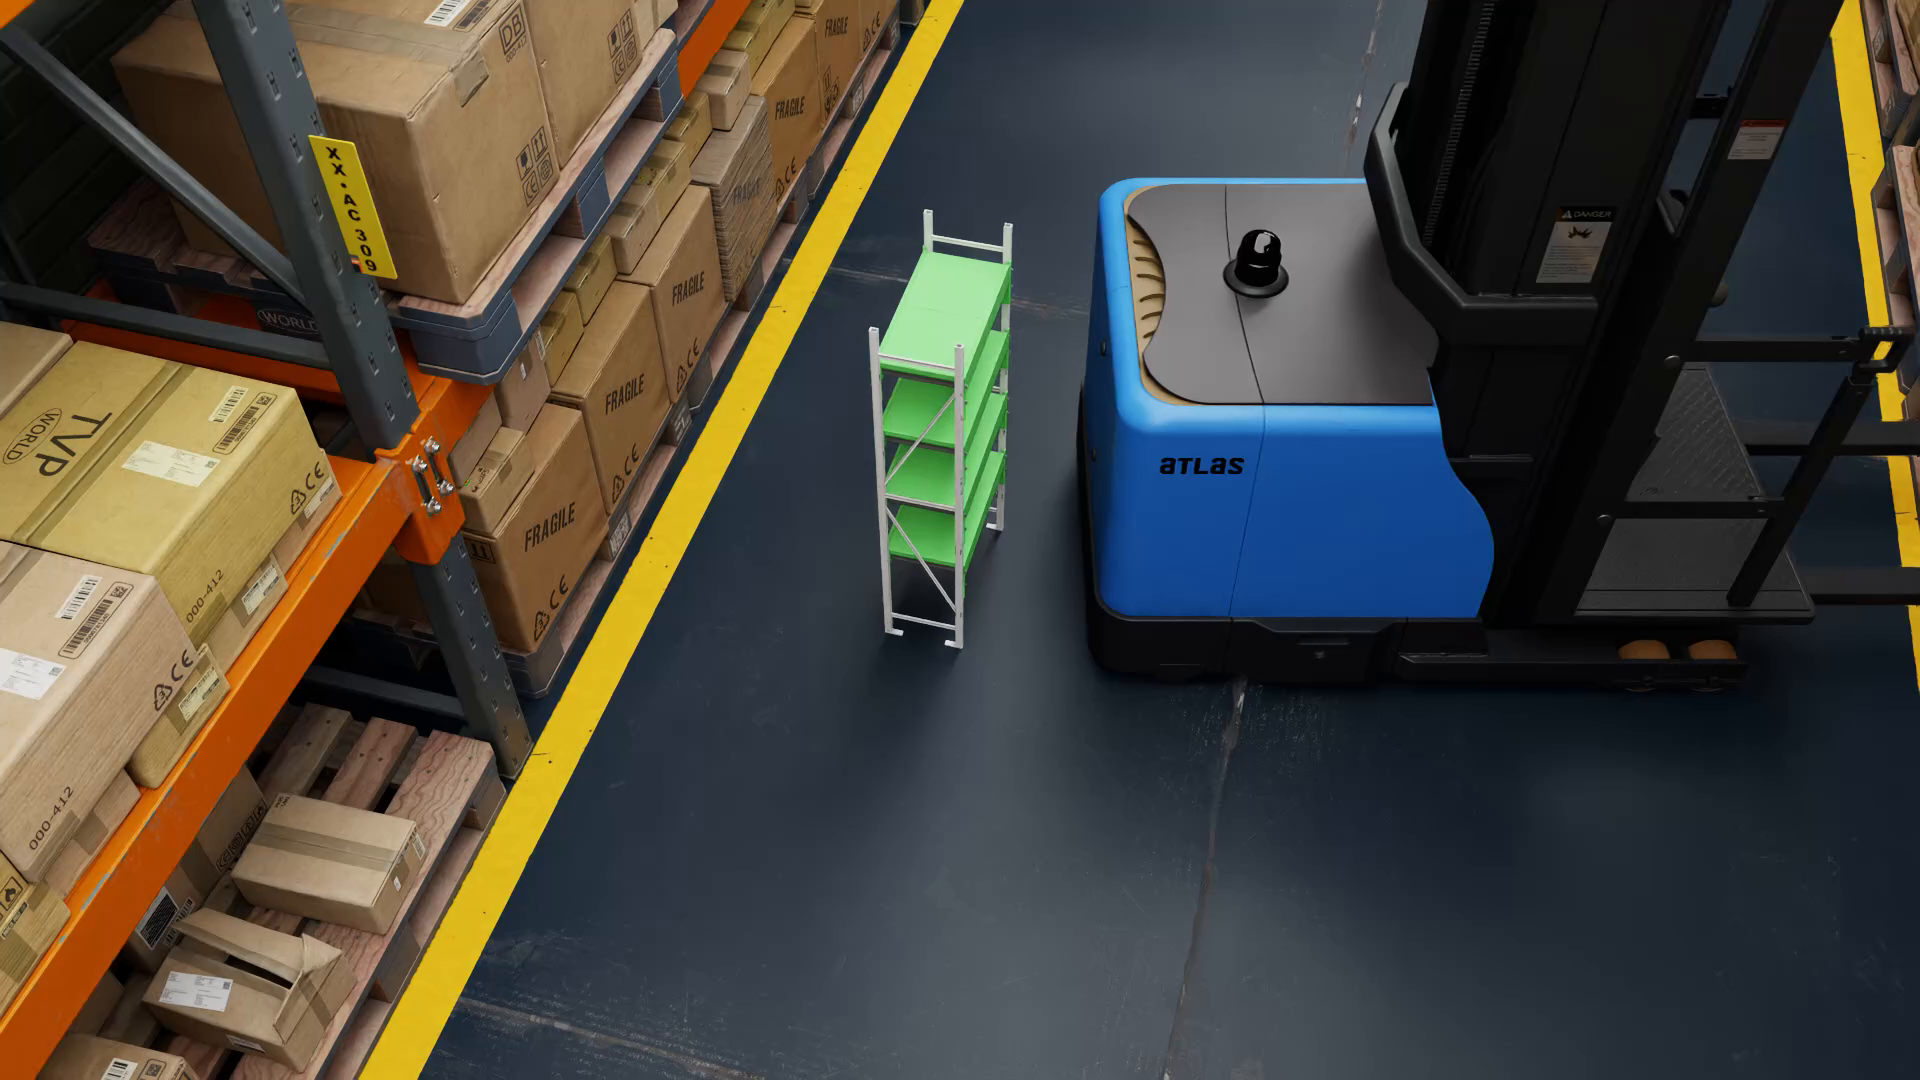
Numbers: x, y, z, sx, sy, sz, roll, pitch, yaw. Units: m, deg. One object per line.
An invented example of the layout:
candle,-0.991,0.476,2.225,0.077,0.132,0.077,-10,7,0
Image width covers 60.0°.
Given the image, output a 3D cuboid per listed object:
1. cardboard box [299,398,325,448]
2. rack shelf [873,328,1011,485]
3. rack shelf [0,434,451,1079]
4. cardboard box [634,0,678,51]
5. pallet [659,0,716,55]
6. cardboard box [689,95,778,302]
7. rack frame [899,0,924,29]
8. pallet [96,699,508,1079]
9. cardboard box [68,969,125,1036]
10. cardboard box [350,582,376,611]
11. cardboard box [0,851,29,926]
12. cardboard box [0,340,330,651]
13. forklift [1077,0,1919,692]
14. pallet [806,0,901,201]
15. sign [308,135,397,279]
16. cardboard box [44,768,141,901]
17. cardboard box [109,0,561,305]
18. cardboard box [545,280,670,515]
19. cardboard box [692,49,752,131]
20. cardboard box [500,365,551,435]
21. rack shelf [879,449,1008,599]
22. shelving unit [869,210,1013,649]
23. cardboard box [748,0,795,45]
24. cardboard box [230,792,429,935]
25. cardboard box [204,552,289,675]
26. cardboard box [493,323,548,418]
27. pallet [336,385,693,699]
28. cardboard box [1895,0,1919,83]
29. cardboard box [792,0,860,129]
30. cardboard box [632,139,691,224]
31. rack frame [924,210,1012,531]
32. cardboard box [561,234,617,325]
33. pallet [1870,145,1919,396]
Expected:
cardboard box,-1.890,-0.309,4.476,0.380,0.149,0.250,10,49,9
rack shelf,-0.044,-0.394,4.562,0.258,0.148,0.480,12,50,10
rack shelf,-2.235,1.226,2.647,1.077,0.370,4.000,12,50,10
cardboard box,-0.972,-1.483,4.367,0.396,0.266,0.258,14,50,12
pallet,-1.163,-1.881,5.038,1.003,0.211,1.213,12,50,10
cardboard box,-0.955,-1.197,5.693,0.500,0.500,0.500,10,49,9
rack frame,-0.655,-3.352,6.208,1.000,3.000,0.127,12,50,10
pallet,-1.890,0.960,4.262,1.003,0.211,1.213,12,50,10
cardboard box,-2.224,1.090,3.908,0.380,0.149,0.250,11,49,10
cardboard box,-1.864,-0.184,4.799,0.500,0.500,0.500,11,50,10
cardboard box,-1.869,0.632,2.593,0.500,0.250,0.500,11,50,10
cardboard box,-1.607,-0.091,3.232,0.500,0.250,0.500,13,50,11
forklift,1.896,-0.929,4.115,3.031,2.935,1.130,0,49,0
pallet,-0.888,-1.897,6.783,1.003,0.211,1.213,12,50,10
sign,-1.183,-0.644,3.240,0.100,0.325,0.005,12,50,10
cardboard box,-1.736,0.474,2.998,0.380,0.149,0.250,13,50,11
cardboard box,-1.365,-0.937,3.729,0.700,0.500,0.500,13,50,11
cardboard box,-1.233,-0.463,5.045,0.500,0.500,0.500,11,49,10
cardboard box,-0.917,-1.518,5.544,0.380,0.149,0.250,9,49,8
cardboard box,-1.359,-0.408,4.564,0.380,0.149,0.250,10,49,9
rack shelf,-0.044,-0.076,4.922,0.258,0.148,0.480,12,50,10
shelving unit,-0.044,-0.277,4.694,0.258,1.200,0.503,12,50,10
cardboard box,-0.808,-1.904,5.884,0.380,0.149,0.250,13,50,11
cardboard box,-1.572,0.806,4.159,0.380,0.149,0.250,10,49,9
cardboard box,-1.596,0.097,3.331,0.380,0.149,0.250,13,50,11
cardboard box,-1.335,-0.488,4.436,0.380,0.149,0.250,9,49,8
pallet,-1.531,-0.132,5.226,1.003,0.211,1.213,12,50,10
cardboard box,4.293,-2.052,6.533,0.950,0.372,0.625,9,49,7
cardboard box,-0.701,-1.956,6.363,0.500,0.500,0.500,11,49,9
cardboard box,-1.074,-1.149,5.218,0.380,0.149,0.250,13,50,11
rack frame,0.021,-0.454,4.850,0.240,1.200,0.015,12,50,10
cardboard box,-1.243,-0.797,4.907,0.380,0.149,0.250,11,49,9
pallet,3.854,-0.897,5.901,1.003,0.211,1.213,12,50,10
